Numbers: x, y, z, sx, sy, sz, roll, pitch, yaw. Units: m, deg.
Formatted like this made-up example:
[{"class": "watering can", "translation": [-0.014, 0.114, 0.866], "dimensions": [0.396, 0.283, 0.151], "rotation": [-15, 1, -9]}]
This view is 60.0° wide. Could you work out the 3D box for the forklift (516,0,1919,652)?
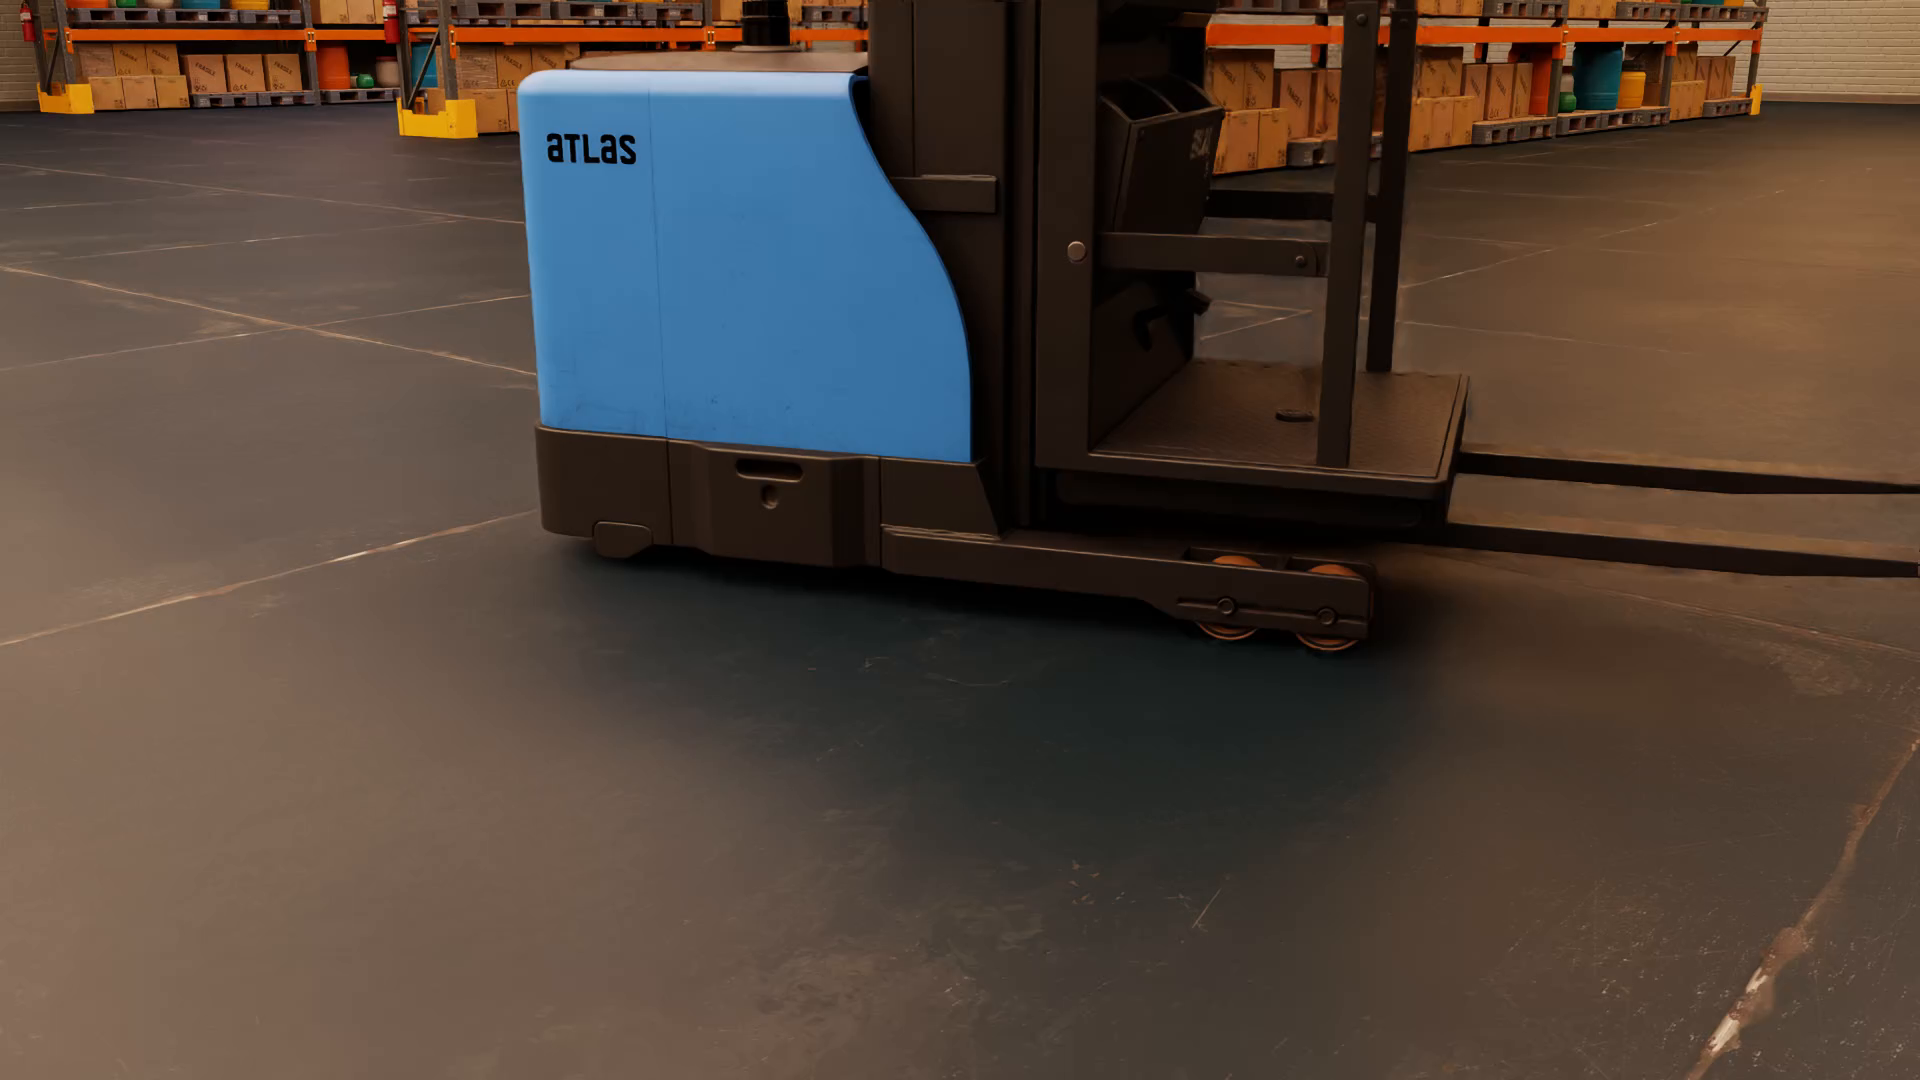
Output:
[{"class": "forklift", "translation": [0.614, -1.359, 3.373], "dimensions": [3.031, 2.935, 1.130], "rotation": [6, 18, 18]}]
